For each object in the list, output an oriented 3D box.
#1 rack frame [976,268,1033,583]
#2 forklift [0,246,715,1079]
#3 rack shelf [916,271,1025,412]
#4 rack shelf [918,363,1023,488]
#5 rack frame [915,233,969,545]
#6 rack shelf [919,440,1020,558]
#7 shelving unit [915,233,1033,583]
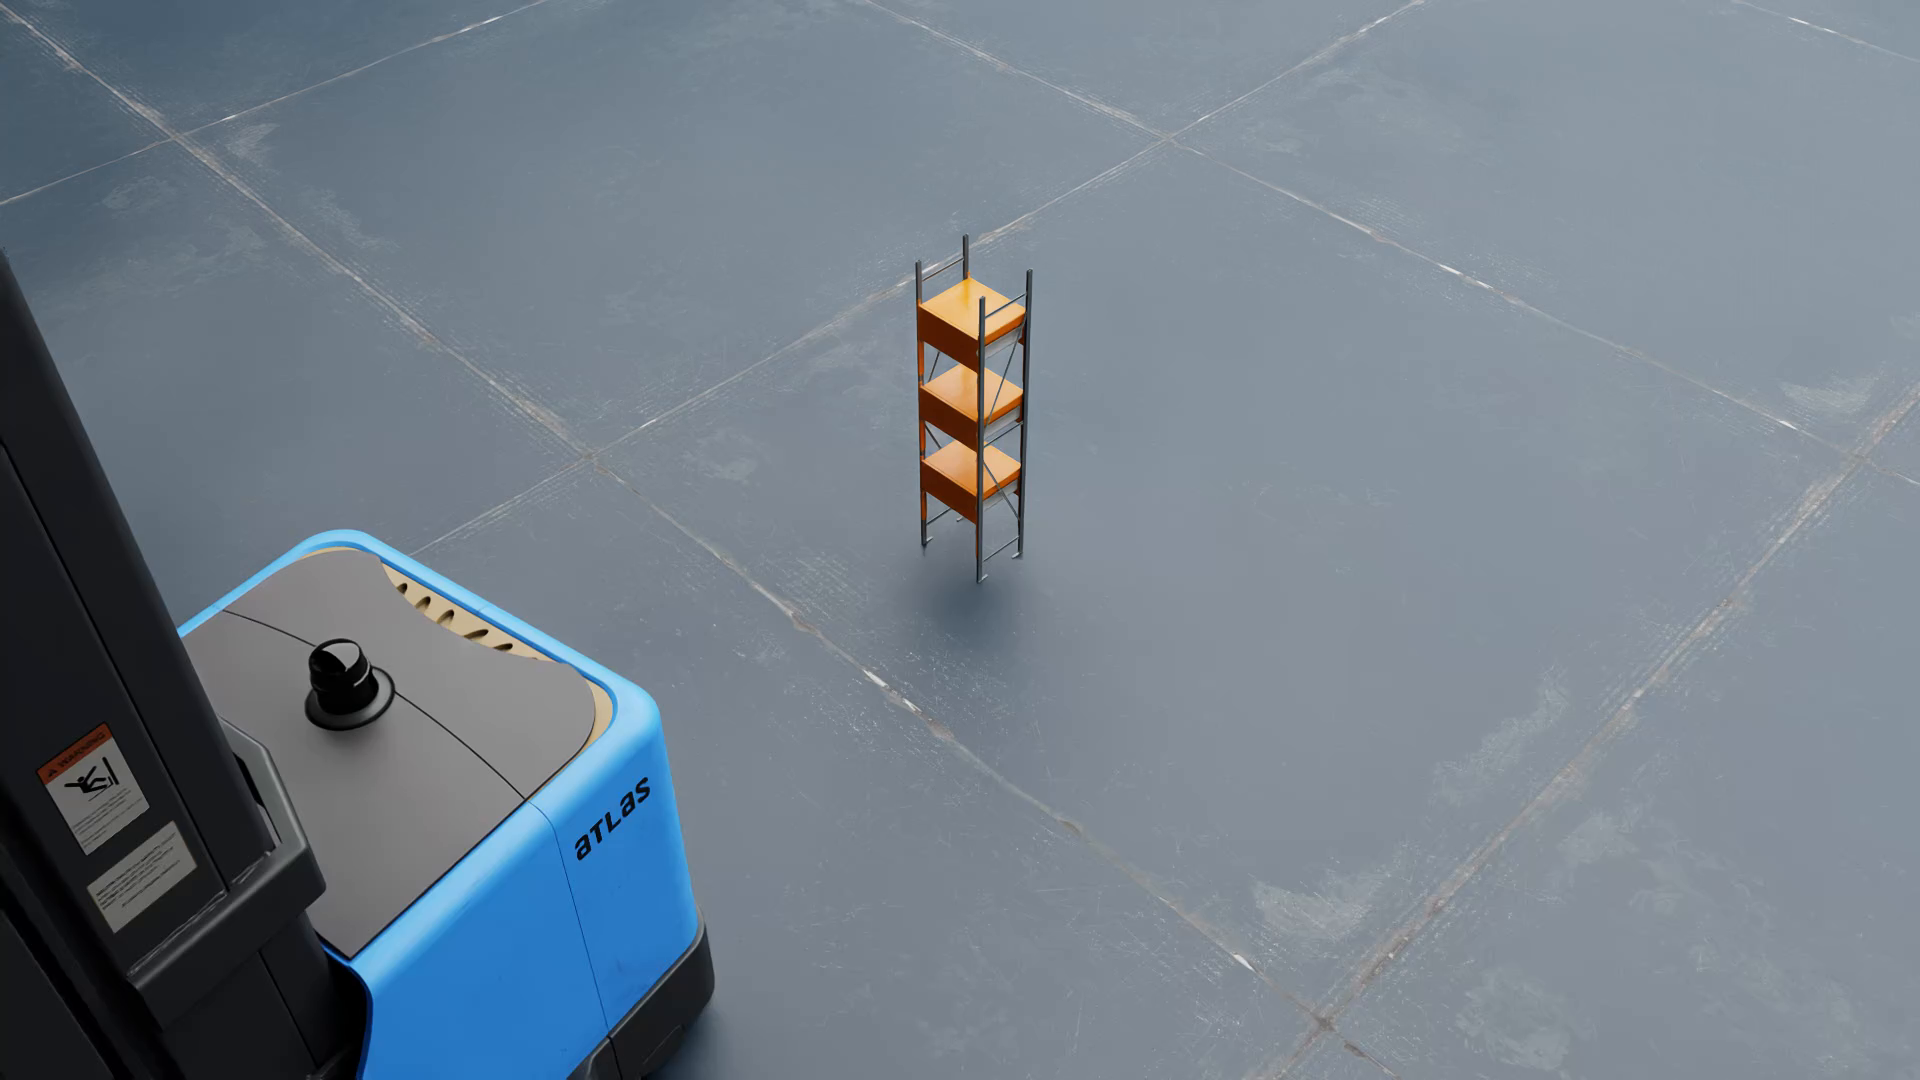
[{"bbox_3d":[0.124,-0.301,4.802,0.200,1.050,0.008,-34,53,-31],"label":"rack frame"},{"bbox_3d":[-1.834,0.673,2.362,1.130,2.935,3.031,25,48,24],"label":"forklift"},{"bbox_3d":[0.038,-0.561,4.680,0.215,0.259,0.240,-34,53,-31],"label":"rack shelf"},{"bbox_3d":[0.038,-0.352,4.873,0.215,0.259,0.240,-34,53,-31],"label":"rack shelf"},{"bbox_3d":[-0.048,-0.418,4.929,0.200,1.050,0.008,-34,53,-31],"label":"rack frame"},{"bbox_3d":[0.038,-0.148,5.062,0.215,0.259,0.240,-34,53,-31],"label":"rack shelf"},{"bbox_3d":[0.038,-0.360,4.866,0.215,1.050,0.252,-34,53,-31],"label":"shelving unit"}]
